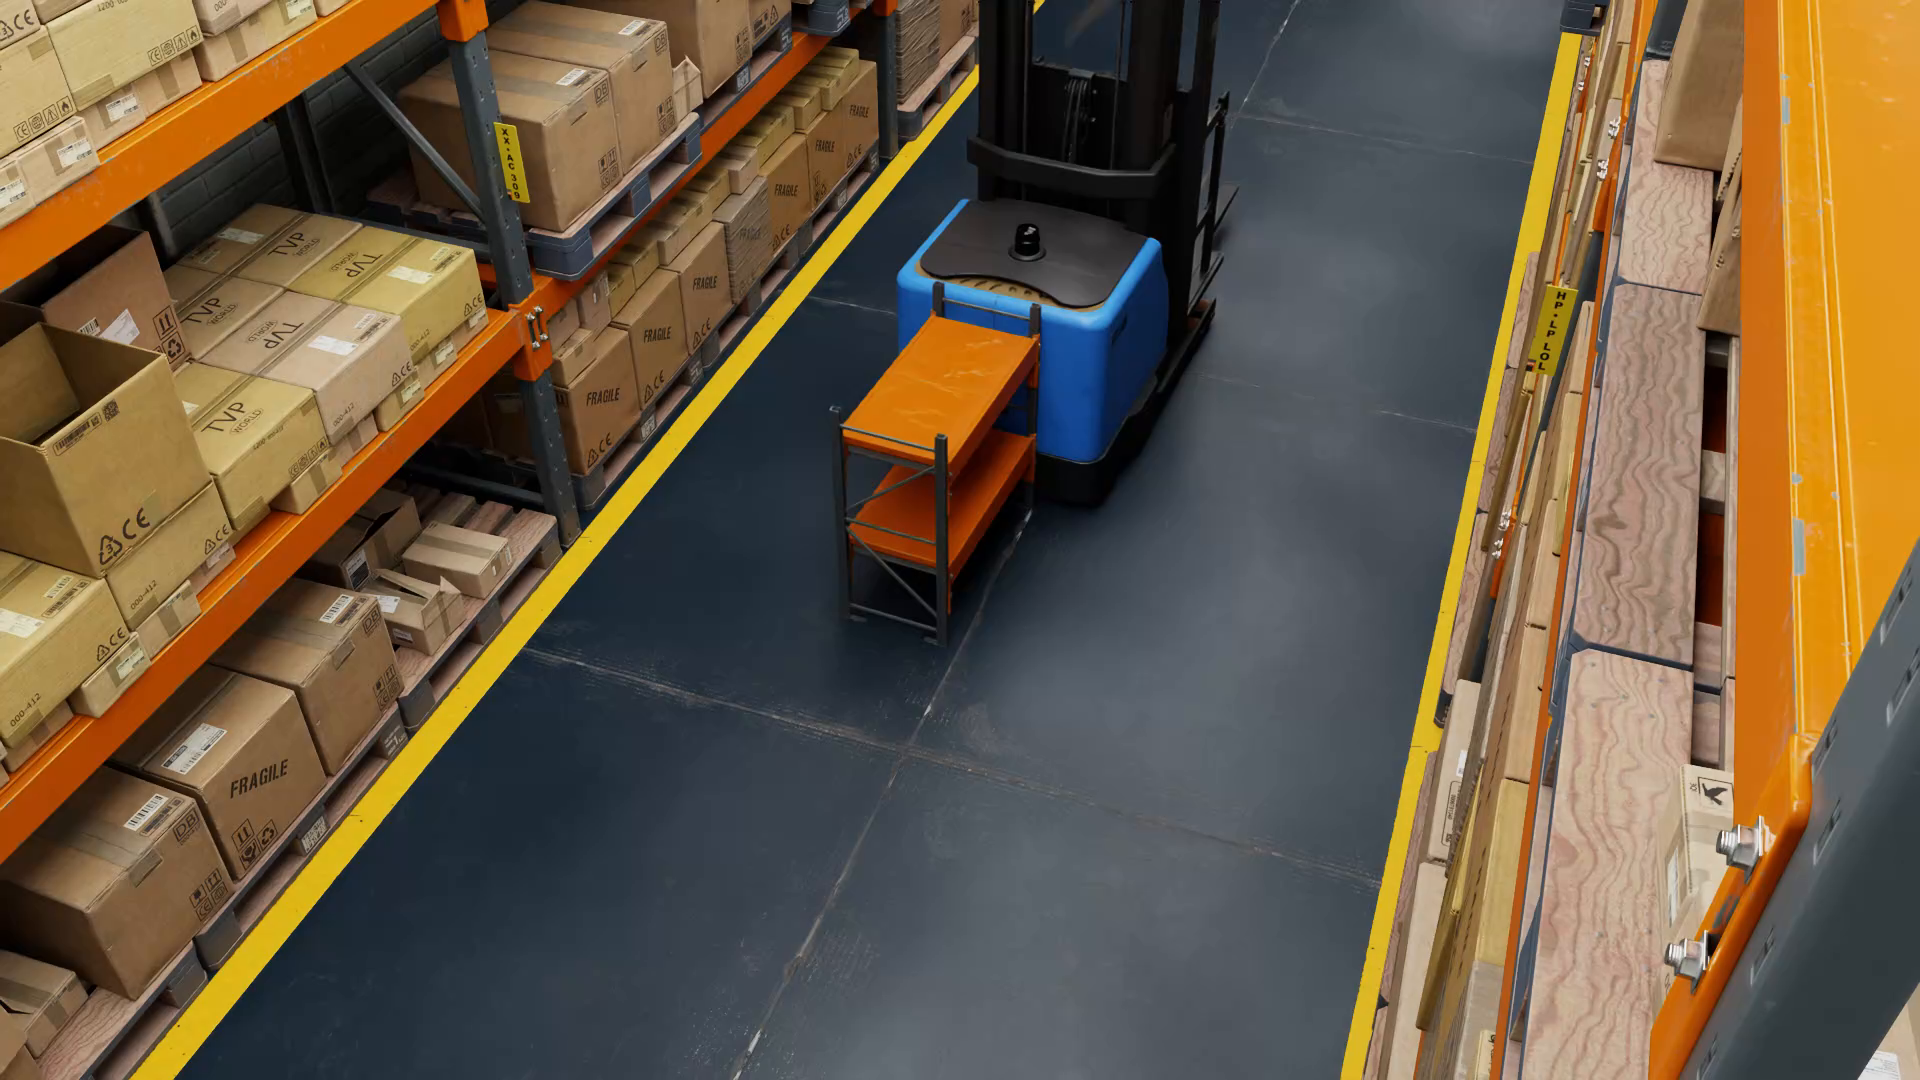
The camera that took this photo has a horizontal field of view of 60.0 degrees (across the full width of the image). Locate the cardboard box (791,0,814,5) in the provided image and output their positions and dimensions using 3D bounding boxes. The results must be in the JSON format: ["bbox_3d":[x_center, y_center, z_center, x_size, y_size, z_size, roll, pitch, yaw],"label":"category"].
[{"bbox_3d":[-0.938,-3.071,8.785,0.500,0.250,0.500,11,42,13],"label":"cardboard box"}]

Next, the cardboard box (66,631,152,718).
[{"bbox_3d":[-2.759,0.376,5.145,0.380,0.149,0.250,12,42,14],"label":"cardboard box"}]

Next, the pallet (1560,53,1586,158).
[{"bbox_3d":[4.472,-2.742,10.755,1.003,0.211,1.213,13,42,15],"label":"pallet"}]

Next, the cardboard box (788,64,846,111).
[{"bbox_3d":[-0.876,-2.609,9.553,0.380,0.149,0.250,11,42,13],"label":"cardboard box"}]

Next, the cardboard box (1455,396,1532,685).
[{"bbox_3d":[2.554,0.108,6.580,0.875,0.875,0.875,15,43,16],"label":"cardboard box"}]

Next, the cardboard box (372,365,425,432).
[{"bbox_3d":[-2.255,-0.571,6.255,0.380,0.149,0.250,14,43,16],"label":"cardboard box"}]

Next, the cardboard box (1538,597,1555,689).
[{"bbox_3d":[1.527,0.249,3.753,0.380,0.149,0.250,13,42,15],"label":"cardboard box"}]

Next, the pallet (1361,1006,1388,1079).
[{"bbox_3d":[1.668,2.109,5.069,1.003,0.211,1.213,13,42,15],"label":"pallet"}]

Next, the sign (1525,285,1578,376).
[{"bbox_3d":[1.904,-0.670,5.347,0.100,0.325,0.005,13,42,15],"label":"sign"}]

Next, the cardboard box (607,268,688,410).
[{"bbox_3d":[-1.699,-1.025,8.197,0.500,0.500,0.500,13,42,15],"label":"cardboard box"}]

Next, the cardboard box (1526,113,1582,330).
[{"bbox_3d":[3.471,-1.533,8.503,0.875,0.875,0.875,13,42,15],"label":"cardboard box"}]

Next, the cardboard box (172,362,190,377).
[{"bbox_3d":[-3.015,-0.437,5.791,0.500,0.250,0.500,14,42,16],"label":"cardboard box"}]

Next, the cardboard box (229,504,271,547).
[{"bbox_3d":[-2.625,-0.122,5.729,0.380,0.149,0.250,14,42,16],"label":"cardboard box"}]

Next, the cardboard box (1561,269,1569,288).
[{"bbox_3d":[2.503,-0.908,6.187,0.500,0.250,0.500,14,43,16],"label":"cardboard box"}]

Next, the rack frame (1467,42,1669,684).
[{"bbox_3d":[2.417,-0.145,5.563,1.000,3.000,0.127,13,42,15],"label":"rack frame"}]

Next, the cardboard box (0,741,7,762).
[{"bbox_3d":[-3.036,0.615,4.558,0.500,0.250,0.500,14,42,16],"label":"cardboard box"}]

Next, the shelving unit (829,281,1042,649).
[{"bbox_3d":[-0.084,-0.336,7.230,0.538,1.125,1.048,15,43,17],"label":"shelving unit"}]

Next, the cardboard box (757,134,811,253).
[{"bbox_3d":[-1.181,-1.965,9.298,0.500,0.500,0.500,15,43,17],"label":"cardboard box"}]

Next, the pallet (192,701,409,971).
[{"bbox_3d":[-2.900,0.982,6.390,1.003,0.211,1.213,13,42,15],"label":"pallet"}]

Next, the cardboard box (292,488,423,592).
[{"bbox_3d":[-2.697,-0.031,7.177,0.500,0.311,0.500,15,43,17],"label":"cardboard box"}]

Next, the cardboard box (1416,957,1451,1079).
[{"bbox_3d":[1.318,1.285,3.809,0.500,0.500,0.500,14,43,16],"label":"cardboard box"}]

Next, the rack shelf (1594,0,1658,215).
[{"bbox_3d":[3.101,-2.232,6.252,1.077,0.370,4.000,13,42,15],"label":"rack shelf"}]

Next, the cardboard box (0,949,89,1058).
[{"bbox_3d":[-3.137,1.518,5.487,0.380,0.149,0.250,12,42,13],"label":"cardboard box"}]

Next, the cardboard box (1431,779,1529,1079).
[{"bbox_3d":[1.314,0.903,3.487,0.500,0.500,0.500,13,42,15],"label":"cardboard box"}]

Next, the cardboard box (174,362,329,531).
[{"bbox_3d":[-2.534,-0.326,5.661,0.500,0.250,0.500,13,42,15],"label":"cardboard box"}]

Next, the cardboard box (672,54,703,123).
[{"bbox_3d":[-1.413,-2.115,7.652,0.396,0.266,0.258,15,43,17],"label":"cardboard box"}]

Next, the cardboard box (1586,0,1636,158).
[{"bbox_3d":[2.859,-1.833,6.693,0.500,0.500,0.500,14,42,16],"label":"cardboard box"}]

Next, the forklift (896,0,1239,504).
[{"bbox_3d":[0.742,-2.243,8.075,1.130,2.935,3.031,15,43,17],"label":"forklift"}]

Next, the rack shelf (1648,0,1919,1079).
[{"bbox_3d":[1.733,-0.782,2.549,1.077,0.370,4.000,13,42,15],"label":"rack shelf"}]

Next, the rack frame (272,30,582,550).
[{"bbox_3d":[-2.249,-1.244,6.851,1.000,3.000,0.127,13,42,15],"label":"rack frame"}]

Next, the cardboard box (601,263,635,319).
[{"bbox_3d":[-1.777,-1.205,7.907,0.380,0.149,0.250,11,42,13],"label":"cardboard box"}]

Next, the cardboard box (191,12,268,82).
[{"bbox_3d":[-2.369,-1.546,5.087,0.380,0.149,0.250,13,42,15],"label":"cardboard box"}]

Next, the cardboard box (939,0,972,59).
[{"bbox_3d":[-0.439,-3.718,11.257,0.875,0.625,0.625,15,43,16],"label":"cardboard box"}]

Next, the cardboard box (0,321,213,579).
[{"bbox_3d":[-2.696,-0.278,5.027,0.500,0.500,0.500,14,43,16],"label":"cardboard box"}]

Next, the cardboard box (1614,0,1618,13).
[{"bbox_3d":[3.386,-2.757,7.776,0.500,0.500,0.500,12,42,14],"label":"cardboard box"}]

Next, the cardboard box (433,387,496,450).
[{"bbox_3d":[-2.359,-0.818,7.954,0.500,0.500,0.500,13,42,15],"label":"cardboard box"}]

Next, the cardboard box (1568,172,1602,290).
[{"bbox_3d":[2.334,-0.892,5.590,0.500,0.500,0.500,15,43,16],"label":"cardboard box"}]

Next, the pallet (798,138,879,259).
[{"bbox_3d":[-1.172,-2.176,10.092,1.003,0.211,1.213,13,42,15],"label":"pallet"}]

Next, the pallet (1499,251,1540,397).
[{"bbox_3d":[3.444,-1.060,8.783,1.003,0.211,1.213,13,42,15],"label":"pallet"}]

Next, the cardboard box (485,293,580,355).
[{"bbox_3d":[-1.933,-0.986,7.422,0.380,0.149,0.250,13,42,14],"label":"cardboard box"}]

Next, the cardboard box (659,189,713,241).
[{"bbox_3d":[-1.488,-1.670,8.453,0.380,0.149,0.250,15,43,17],"label":"cardboard box"}]

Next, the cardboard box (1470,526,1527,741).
[{"bbox_3d":[1.835,0.351,4.904,0.500,0.500,0.500,14,42,15],"label":"cardboard box"}]

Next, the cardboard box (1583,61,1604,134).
[{"bbox_3d":[3.020,-1.847,7.288,0.500,0.250,0.500,13,42,15],"label":"cardboard box"}]

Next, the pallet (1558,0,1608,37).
[{"bbox_3d":[3.928,-2.970,9.022,1.213,0.211,1.003,13,42,15],"label":"pallet"}]

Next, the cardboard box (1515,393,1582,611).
[{"bbox_3d":[1.848,-0.020,4.569,0.500,0.500,0.500,13,42,15],"label":"cardboard box"}]

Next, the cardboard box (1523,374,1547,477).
[{"bbox_3d":[2.333,-0.418,5.997,0.500,0.250,0.500,12,42,14],"label":"cardboard box"}]

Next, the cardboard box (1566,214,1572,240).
[{"bbox_3d":[2.872,-1.347,7.087,0.500,0.250,0.500,13,42,15],"label":"cardboard box"}]

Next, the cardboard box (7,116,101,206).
[{"bbox_3d":[-2.593,-1.060,4.517,0.380,0.149,0.250,14,42,16],"label":"cardboard box"}]

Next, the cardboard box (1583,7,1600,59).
[{"bbox_3d":[4.733,-3.425,11.108,0.950,0.372,0.625,16,43,18],"label":"cardboard box"}]

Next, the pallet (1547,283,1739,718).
[{"bbox_3d":[1.709,-0.014,3.166,1.003,0.211,1.213,13,42,15],"label":"pallet"}]

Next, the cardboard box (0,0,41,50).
[{"bbox_3d":[-2.713,-1.336,4.148,0.500,0.250,0.500,14,43,16],"label":"cardboard box"}]

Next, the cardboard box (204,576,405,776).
[{"bbox_3d":[-2.635,0.489,6.422,0.700,0.500,0.500,12,42,13],"label":"cardboard box"}]

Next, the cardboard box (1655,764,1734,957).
[{"bbox_3d":[1.187,0.483,2.308,0.380,0.149,0.250,10,42,12],"label":"cardboard box"}]

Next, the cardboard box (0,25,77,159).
[{"bbox_3d":[-2.712,-1.157,4.323,0.500,0.250,0.500,13,42,14],"label":"cardboard box"}]

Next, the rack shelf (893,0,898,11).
[{"bbox_3d":[-0.197,-4.630,11.374,1.077,0.370,4.000,13,42,15],"label":"rack shelf"}]

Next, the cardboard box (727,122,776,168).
[{"bbox_3d":[-1.225,-2.155,9.021,0.380,0.149,0.250,13,42,14],"label":"cardboard box"}]

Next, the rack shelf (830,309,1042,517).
[{"bbox_3d":[-0.084,-0.558,7.040,0.538,0.278,1.000,15,43,17],"label":"rack shelf"}]

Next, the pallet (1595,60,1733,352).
[{"bbox_3d":[2.127,-0.756,4.036,1.003,0.211,1.213,13,42,15],"label":"pallet"}]

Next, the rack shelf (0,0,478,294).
[{"bbox_3d":[-2.933,-0.892,4.681,1.077,0.370,4.000,13,42,15],"label":"rack shelf"}]
